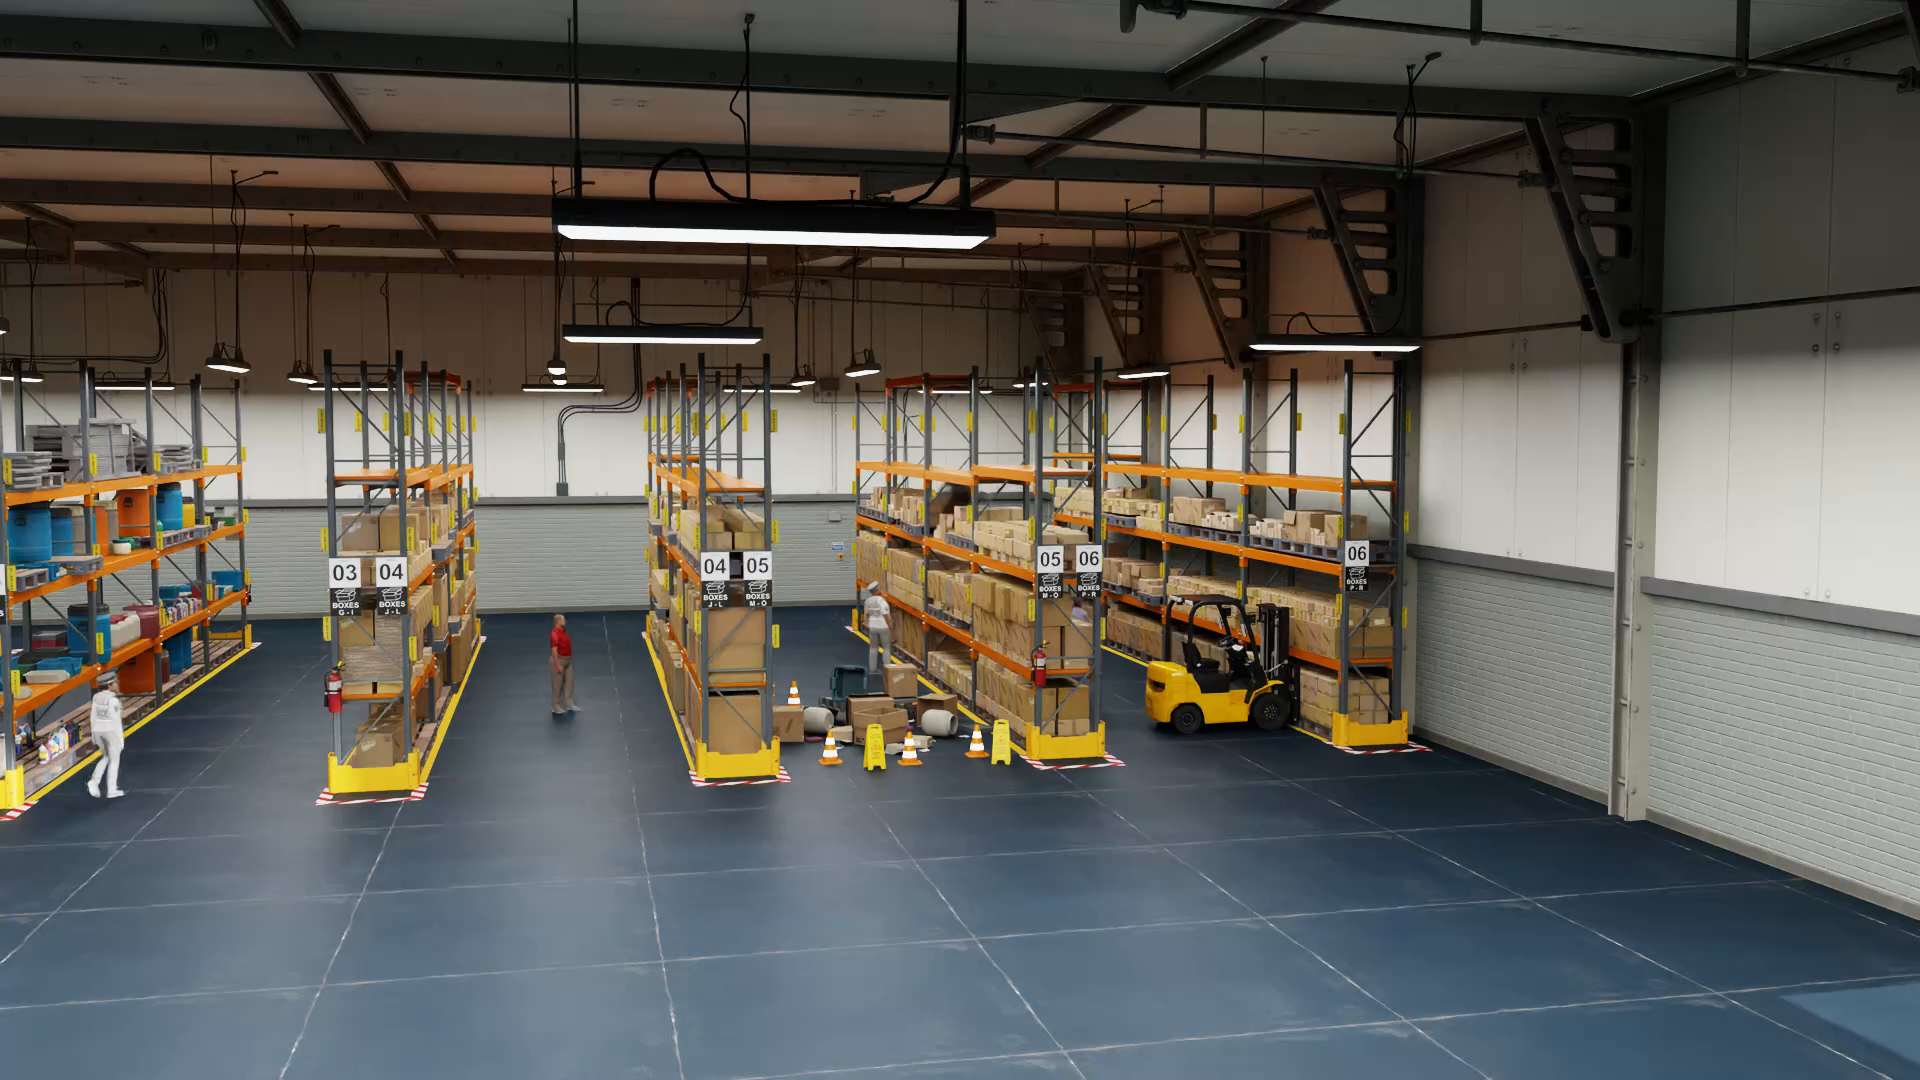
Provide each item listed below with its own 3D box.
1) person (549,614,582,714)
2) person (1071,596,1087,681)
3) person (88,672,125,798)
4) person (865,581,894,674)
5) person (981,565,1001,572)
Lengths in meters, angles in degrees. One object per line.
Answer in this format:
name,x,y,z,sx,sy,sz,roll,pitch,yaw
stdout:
person,-6.889,2.141,28.860,0.439,1.727,0.606,2,4,21
person,2.071,1.864,30.061,0.459,1.711,0.618,-1,4,-9
person,-11.414,2.603,22.231,0.532,1.681,0.452,1,4,17
person,-1.518,1.653,31.220,0.570,1.774,0.465,2,4,22
person,0.722,1.255,41.092,0.641,1.790,0.461,3,5,40
